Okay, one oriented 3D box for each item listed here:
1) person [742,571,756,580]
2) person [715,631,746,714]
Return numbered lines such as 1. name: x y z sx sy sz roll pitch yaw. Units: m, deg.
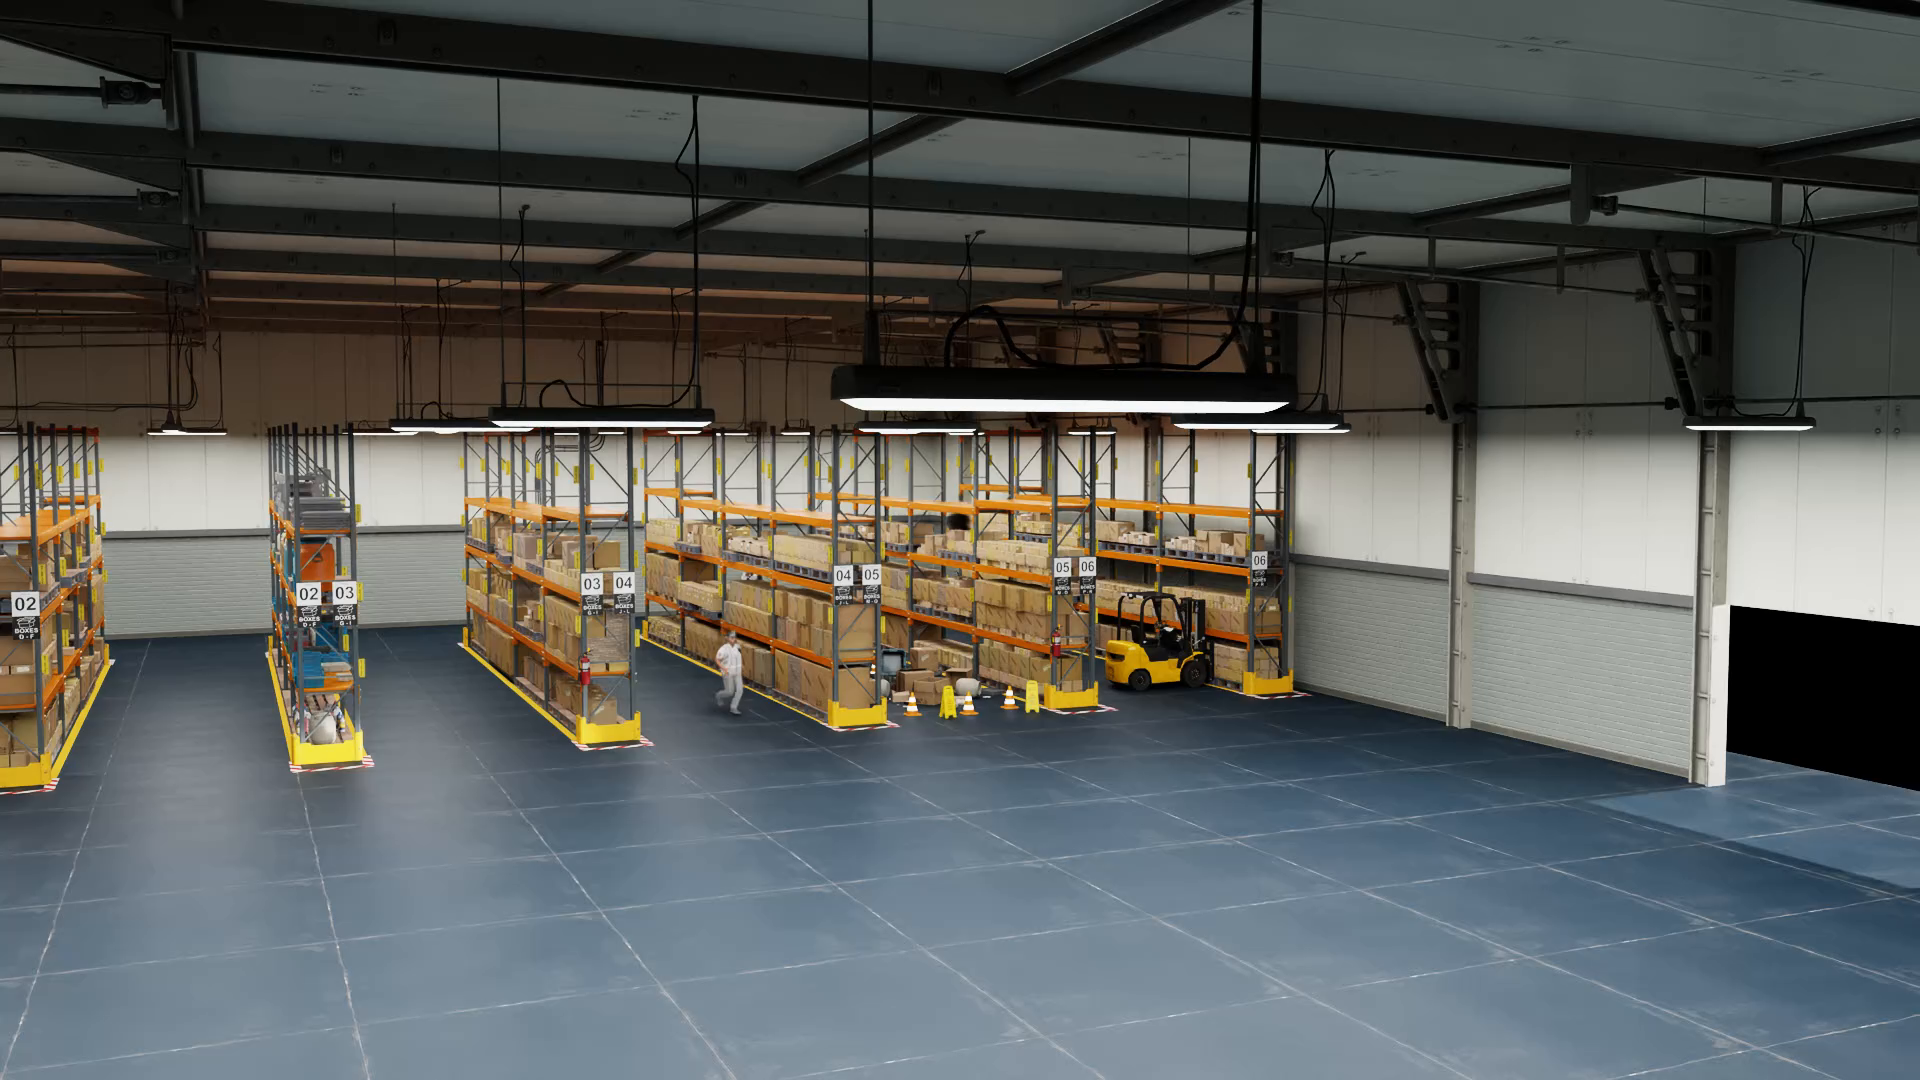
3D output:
1. person: -6.657 1.655 52.325 0.602 1.784 0.803 2 4 34
2. person: -4.795 2.747 34.669 0.673 1.738 0.681 -3 5 -42
